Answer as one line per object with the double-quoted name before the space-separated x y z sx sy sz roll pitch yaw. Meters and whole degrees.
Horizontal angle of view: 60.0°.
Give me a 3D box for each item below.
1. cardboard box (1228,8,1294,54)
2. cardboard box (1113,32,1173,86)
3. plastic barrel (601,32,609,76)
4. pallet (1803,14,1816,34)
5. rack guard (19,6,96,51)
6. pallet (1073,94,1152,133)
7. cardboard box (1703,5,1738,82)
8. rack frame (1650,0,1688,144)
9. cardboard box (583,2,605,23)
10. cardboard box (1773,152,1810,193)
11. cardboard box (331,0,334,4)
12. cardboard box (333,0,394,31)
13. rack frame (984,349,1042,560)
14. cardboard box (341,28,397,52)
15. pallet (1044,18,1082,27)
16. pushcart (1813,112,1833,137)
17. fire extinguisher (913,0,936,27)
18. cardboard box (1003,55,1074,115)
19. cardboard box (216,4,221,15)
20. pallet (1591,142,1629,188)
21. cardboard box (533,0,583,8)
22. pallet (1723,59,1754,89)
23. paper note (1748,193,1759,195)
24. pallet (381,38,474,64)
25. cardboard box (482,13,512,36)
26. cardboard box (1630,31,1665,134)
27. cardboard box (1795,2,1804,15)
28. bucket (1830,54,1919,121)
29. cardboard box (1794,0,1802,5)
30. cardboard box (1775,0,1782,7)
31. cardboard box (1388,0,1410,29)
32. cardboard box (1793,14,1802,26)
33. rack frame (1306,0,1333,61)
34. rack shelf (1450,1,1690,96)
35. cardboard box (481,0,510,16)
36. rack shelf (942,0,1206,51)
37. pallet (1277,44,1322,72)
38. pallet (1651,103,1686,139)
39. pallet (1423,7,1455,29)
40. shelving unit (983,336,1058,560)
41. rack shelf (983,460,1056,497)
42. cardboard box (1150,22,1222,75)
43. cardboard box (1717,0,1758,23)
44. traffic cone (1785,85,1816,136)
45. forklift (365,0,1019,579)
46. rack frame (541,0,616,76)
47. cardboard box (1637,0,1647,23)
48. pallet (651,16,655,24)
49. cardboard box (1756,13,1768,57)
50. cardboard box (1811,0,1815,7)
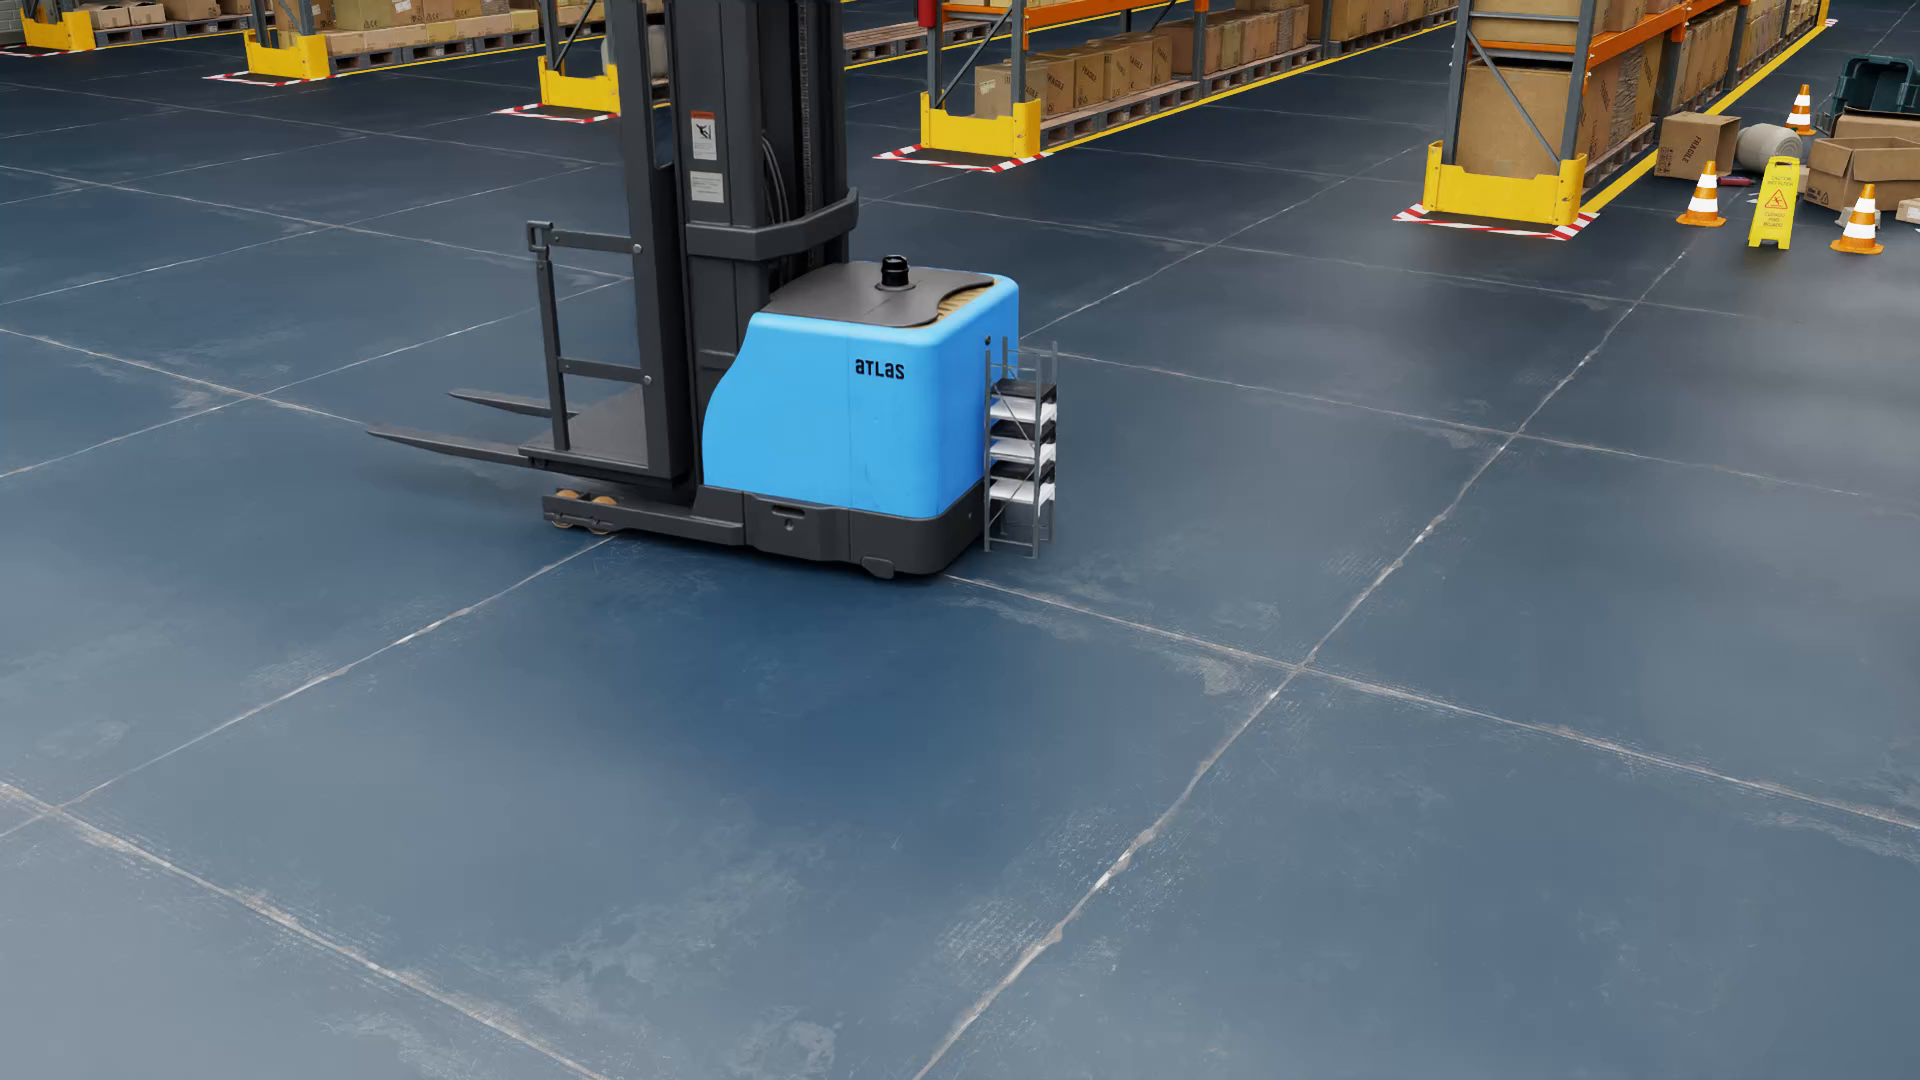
"cardboard box" 3.750 -6.395 20.840 0.700 0.500 0.500 11 26 25
"cardboard box" 2.013 -5.330 18.404 0.500 0.500 0.500 13 27 27
"plastic barrel" -3.777 -5.388 18.523 0.421 0.512 0.421 0 23 0
"pallet" 12.250 -7.815 25.038 1.003 0.211 1.213 14 27 29
"rack guard" -12.436 -7.053 22.914 1.175 0.500 0.348 14 27 29
"pallet" 1.292 -4.484 17.342 1.003 0.211 1.213 14 27 29
"cardboard box" 8.131 -5.661 18.854 1.050 0.750 0.750 13 27 28
"rack frame" 6.419 -5.337 15.803 1.000 3.000 0.127 14 27 29
"cardboard box" -5.462 -7.675 24.137 0.500 0.250 0.500 15 27 30
"cardboard box" 7.077 -3.117 14.115 0.396 0.266 0.258 20 30 38
"cardboard box" -9.992 -8.832 26.468 0.700 0.500 0.500 15 28 31
"cardboard box" -7.532 -6.717 20.978 0.500 0.500 0.500 14 27 29
"rack frame" 0.217 -0.347 6.919 0.240 0.900 0.006 9 25 20
"cardboard box" -7.533 -6.373 21.128 0.500 0.250 0.500 14 27 29
"pallet" 1.185 -8.204 25.936 1.003 0.211 1.213 14 27 29
"pushcart" 8.714 -3.592 15.072 1.648 0.377 0.936 5 24 11
"fire extinguisher" -0.303 -5.083 15.314 0.296 0.674 0.183 14 27 29
"cardboard box" 0.778 -4.523 16.539 0.500 0.500 0.500 -20 31 -39
"cardboard box" -11.227 -7.883 24.718 0.380 0.149 0.250 12 26 25
"pallet" 5.309 -3.404 14.848 1.003 0.211 1.213 14 27 29
"cardboard box" -5.726 -7.764 23.635 0.500 0.311 0.500 14 27 29
"pallet" 8.942 -5.671 20.085 1.003 0.211 1.213 14 27 29
"paper note" 6.656 -2.897 13.930 0.123 0.001 0.032 -12 26 -26
"pallet" -7.253 -6.535 22.081 1.003 0.211 1.213 14 27 29
"cardboard box" -6.487 -7.050 22.692 0.500 0.250 0.500 14 27 29
"cardboard box" 6.028 -4.357 15.686 0.875 0.875 0.875 14 27 30
"cardboard box" 11.754 -7.558 23.618 0.380 0.149 0.250 14 27 29
"bucket" 8.306 -4.004 14.930 0.620 0.611 0.726 -6 22 -39
"cardboard box" 11.606 -7.606 23.354 0.380 0.149 0.250 15 27 30
"cardboard box" 10.178 -6.952 21.207 0.500 0.250 0.500 15 28 31
"cardboard box" 5.687 -7.807 23.653 1.225 0.875 0.875 13 27 27
"cardboard box" 11.754 -7.424 23.683 0.380 0.149 0.250 13 27 28
"rack frame" 4.368 -7.761 21.402 1.000 3.000 0.127 14 27 29
"rack shelf" 5.364 -4.332 14.387 1.077 0.370 4.000 14 27 29
"cardboard box" -6.488 -7.395 22.544 0.500 0.500 0.500 14 27 29
"rack shelf" 1.203 -5.406 16.867 1.077 0.370 4.000 14 27 29
"pallet" 3.955 -6.218 21.347 1.003 0.211 1.213 14 27 29
"pallet" 6.762 -4.334 16.995 1.003 0.211 1.213 14 27 29
"pallet" 6.946 -8.072 25.629 1.003 0.211 1.213 14 27 29
"shelving unit" 0.254 -0.385 7.006 0.258 0.900 0.210 9 25 20
"rack shelf" 0.254 -0.271 7.055 0.258 0.077 0.200 9 25 20
"cardboard box" 2.601 -5.668 19.161 0.700 0.500 0.500 12 26 25
"cardboard box" 9.098 -6.259 19.607 0.500 0.250 0.500 13 26 27
"traffic cone" 8.409 -4.309 16.622 0.336 0.463 0.334 14 27 29
"forklift" -1.299 -1.550 7.140 3.031 2.935 1.130 9 25 21
"rack frame" -4.059 -6.099 17.562 1.000 3.000 0.127 14 27 29
"cardboard box" 5.384 -4.731 14.215 0.875 0.550 0.500 14 27 29
"pallet" -4.513 -8.289 26.131 1.003 0.211 1.213 14 27 29
"cardboard box" 9.648 -6.263 20.559 0.500 0.500 0.500 13 27 28
"cardboard box" 12.440 -7.995 24.627 0.380 0.149 0.250 13 26 27
